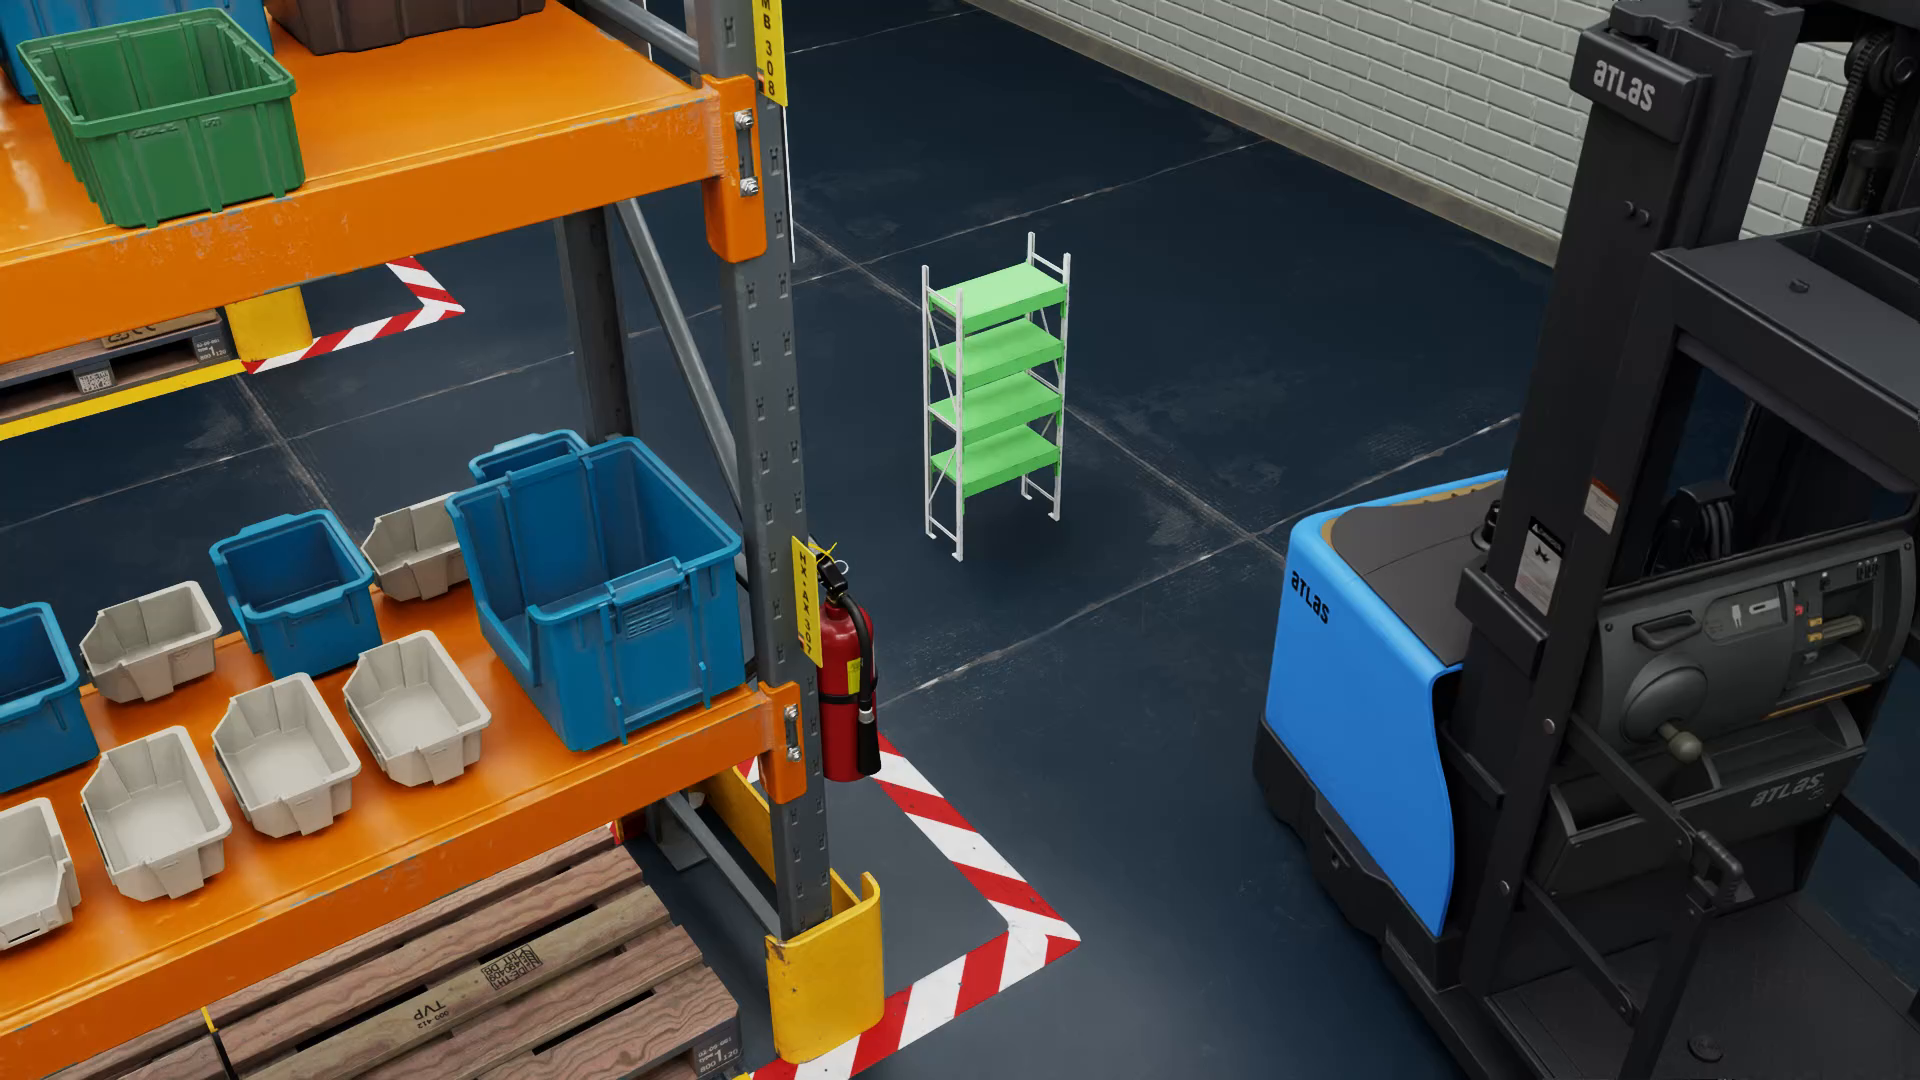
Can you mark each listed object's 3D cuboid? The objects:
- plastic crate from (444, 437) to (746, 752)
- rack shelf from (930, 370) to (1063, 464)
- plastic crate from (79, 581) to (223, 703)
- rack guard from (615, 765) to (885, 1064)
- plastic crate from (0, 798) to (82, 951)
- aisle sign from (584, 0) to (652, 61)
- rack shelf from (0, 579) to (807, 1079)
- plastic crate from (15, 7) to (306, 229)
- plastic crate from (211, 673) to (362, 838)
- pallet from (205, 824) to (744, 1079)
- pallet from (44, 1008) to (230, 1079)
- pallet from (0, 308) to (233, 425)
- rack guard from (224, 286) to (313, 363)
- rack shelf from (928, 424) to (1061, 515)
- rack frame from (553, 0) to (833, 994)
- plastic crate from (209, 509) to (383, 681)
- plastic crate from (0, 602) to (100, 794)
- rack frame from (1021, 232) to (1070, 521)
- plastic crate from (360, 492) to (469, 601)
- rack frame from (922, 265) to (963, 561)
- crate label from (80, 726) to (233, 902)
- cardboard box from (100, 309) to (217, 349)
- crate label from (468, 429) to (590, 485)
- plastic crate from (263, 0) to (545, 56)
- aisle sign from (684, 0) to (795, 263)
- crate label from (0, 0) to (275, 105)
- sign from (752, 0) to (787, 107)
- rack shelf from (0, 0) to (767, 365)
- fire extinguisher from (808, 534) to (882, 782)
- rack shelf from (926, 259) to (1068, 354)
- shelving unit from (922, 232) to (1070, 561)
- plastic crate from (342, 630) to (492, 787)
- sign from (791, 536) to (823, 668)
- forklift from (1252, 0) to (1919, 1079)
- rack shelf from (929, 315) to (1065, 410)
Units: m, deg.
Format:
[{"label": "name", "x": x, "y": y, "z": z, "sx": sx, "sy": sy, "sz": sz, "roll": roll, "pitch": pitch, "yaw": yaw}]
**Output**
[{"label": "plastic crate", "x": -0.849, "y": 0.118, "z": 3.935, "sx": 0.499, "sy": 0.435, "sz": 0.616, "roll": -22, "pitch": 41, "yaw": -28}, {"label": "rack shelf", "x": 0.135, "y": -0.491, "z": 6.514, "sx": 0.480, "sy": 0.148, "sz": 0.258, "roll": -22, "pitch": 41, "yaw": -28}, {"label": "plastic crate", "x": -1.938, "y": 0.260, "z": 3.994, "sx": 0.298, "sy": 0.136, "sz": 0.250, "roll": -22, "pitch": 41, "yaw": -28}, {"label": "rack guard", "x": -0.670, "y": 0.955, "z": 4.993, "sx": 0.348, "sy": 0.500, "sz": 1.175, "roll": -22, "pitch": 41, "yaw": -28}, {"label": "plastic crate", "x": -1.935, "y": 0.703, "z": 3.378, "sx": 0.250, "sy": 0.136, "sz": 0.298, "roll": -22, "pitch": 41, "yaw": -28}, {"label": "aisle sign", "x": -0.795, "y": -1.266, "z": 3.715, "sx": 0.004, "sy": 0.787, "sz": 0.394, "roll": -22, "pitch": 41, "yaw": -28}, {"label": "rack shelf", "x": -2.317, "y": 0.920, "z": 3.518, "sx": 4.000, "sy": 0.370, "sz": 1.077, "roll": -22, "pitch": 41, "yaw": -28}, {"label": "plastic crate", "x": -1.324, "y": -0.709, "z": 2.779, "sx": 0.336, "sy": 0.188, "sz": 0.450, "roll": -22, "pitch": 41, "yaw": -28}, {"label": "plastic crate", "x": -1.490, "y": 0.489, "z": 3.676, "sx": 0.243, "sy": 0.136, "sz": 0.396, "roll": -22, "pitch": 41, "yaw": -28}, {"label": "pallet", "x": -1.379, "y": 1.346, "z": 4.698, "sx": 1.213, "sy": 0.211, "sz": 1.003, "roll": -22, "pitch": 41, "yaw": -28}, {"label": "pallet", "x": -2.375, "y": 1.754, "z": 4.131, "sx": 1.213, "sy": 0.211, "sz": 1.003, "roll": -22, "pitch": 41, "yaw": -28}, {"label": "pallet", "x": -4.246, "y": -0.984, "z": 7.938, "sx": 1.213, "sy": 0.211, "sz": 1.003, "roll": -22, "pitch": 41, "yaw": -28}, {"label": "rack guard", "x": -3.595, "y": -1.370, "z": 8.227, "sx": 0.348, "sy": 0.500, "sz": 1.175, "roll": -22, "pitch": 41, "yaw": -28}, {"label": "rack shelf", "x": 0.135, "y": -0.296, "z": 6.655, "sx": 0.480, "sy": 0.148, "sz": 0.258, "roll": -22, "pitch": 41, "yaw": -28}, {"label": "rack frame", "x": -0.683, "y": -0.045, "z": 4.244, "sx": 0.127, "sy": 3.000, "sz": 1.000, "roll": -22, "pitch": 41, "yaw": -28}, {"label": "plastic crate", "x": -1.612, "y": 0.146, "z": 4.070, "sx": 0.300, "sy": 0.233, "sz": 0.416, "roll": -22, "pitch": 41, "yaw": -28}, {"label": "plastic crate", "x": -2.150, "y": 0.367, "z": 3.762, "sx": 0.300, "sy": 0.233, "sz": 0.416, "roll": -22, "pitch": 41, "yaw": -28}, {"label": "rack frame", "x": 0.335, "y": -0.625, "z": 6.591, "sx": 0.015, "sy": 1.200, "sz": 0.240, "roll": -22, "pitch": 41, "yaw": -28}, {"label": "plastic crate", "x": -1.384, "y": 0.032, "z": 4.311, "sx": 0.298, "sy": 0.136, "sz": 0.250, "roll": -22, "pitch": 41, "yaw": -28}, {"label": "rack frame", "x": -0.064, "y": -0.461, "z": 6.363, "sx": 0.015, "sy": 1.200, "sz": 0.240, "roll": -22, "pitch": 41, "yaw": -28}, {"label": "crate label", "x": -1.704, "y": 0.594, "z": 3.529, "sx": 0.243, "sy": 0.136, "sz": 0.396, "roll": -22, "pitch": 41, "yaw": -28}, {"label": "cardboard box", "x": -3.836, "y": -1.274, "z": 7.716, "sx": 0.500, "sy": 0.500, "sz": 0.500, "roll": -22, "pitch": 41, "yaw": -28}, {"label": "crate label", "x": -1.074, "y": -0.076, "z": 4.378, "sx": 0.303, "sy": 0.233, "sz": 0.416, "roll": -22, "pitch": 41, "yaw": -28}, {"label": "plastic crate", "x": -1.158, "y": -1.213, "z": 3.411, "sx": 0.590, "sy": 0.269, "sz": 0.497, "roll": -22, "pitch": 41, "yaw": -28}, {"label": "aisle sign", "x": -0.455, "y": -0.985, "z": 3.324, "sx": 0.004, "sy": 0.787, "sz": 0.394, "roll": -22, "pitch": 41, "yaw": -28}, {"label": "crate label", "x": -1.623, "y": -1.046, "z": 3.194, "sx": 0.502, "sy": 0.251, "sz": 0.408, "roll": -22, "pitch": 41, "yaw": -28}, {"label": "sign", "x": -0.352, "y": -0.963, "z": 3.041, "sx": 0.005, "sy": 0.325, "sz": 0.100, "roll": -22, "pitch": 41, "yaw": -28}, {"label": "rack shelf", "x": -2.317, "y": -0.298, "z": 2.643, "sx": 4.000, "sy": 0.370, "sz": 1.077, "roll": -22, "pitch": 41, "yaw": -28}, {"label": "fire extinguisher", "x": -0.298, "y": 0.304, "z": 4.144, "sx": 0.183, "sy": 0.674, "sz": 0.296, "roll": -22, "pitch": 41, "yaw": -28}, {"label": "rack shelf", "x": 0.135, "y": -0.881, "z": 6.234, "sx": 0.480, "sy": 0.148, "sz": 0.258, "roll": -22, "pitch": 41, "yaw": -28}, {"label": "shelving unit", "x": 0.135, "y": -0.543, "z": 6.477, "sx": 0.503, "sy": 1.200, "sz": 0.258, "roll": -22, "pitch": 41, "yaw": -28}, {"label": "plastic crate", "x": -1.245, "y": 0.398, "z": 3.802, "sx": 0.243, "sy": 0.136, "sz": 0.396, "roll": -22, "pitch": 41, "yaw": -28}, {"label": "sign", "x": -0.352, "y": 0.146, "z": 3.839, "sx": 0.005, "sy": 0.325, "sz": 0.100, "roll": -22, "pitch": 41, "yaw": -28}, {"label": "forklift", "x": 1.974, "y": 0.321, "z": 3.794, "sx": 1.130, "sy": 2.935, "sz": 3.031, "roll": -13, "pitch": 38, "yaw": -17}, {"label": "rack shelf", "x": 0.135, "y": -0.686, "z": 6.374, "sx": 0.480, "sy": 0.148, "sz": 0.258, "roll": -22, "pitch": 41, "yaw": -28}]
